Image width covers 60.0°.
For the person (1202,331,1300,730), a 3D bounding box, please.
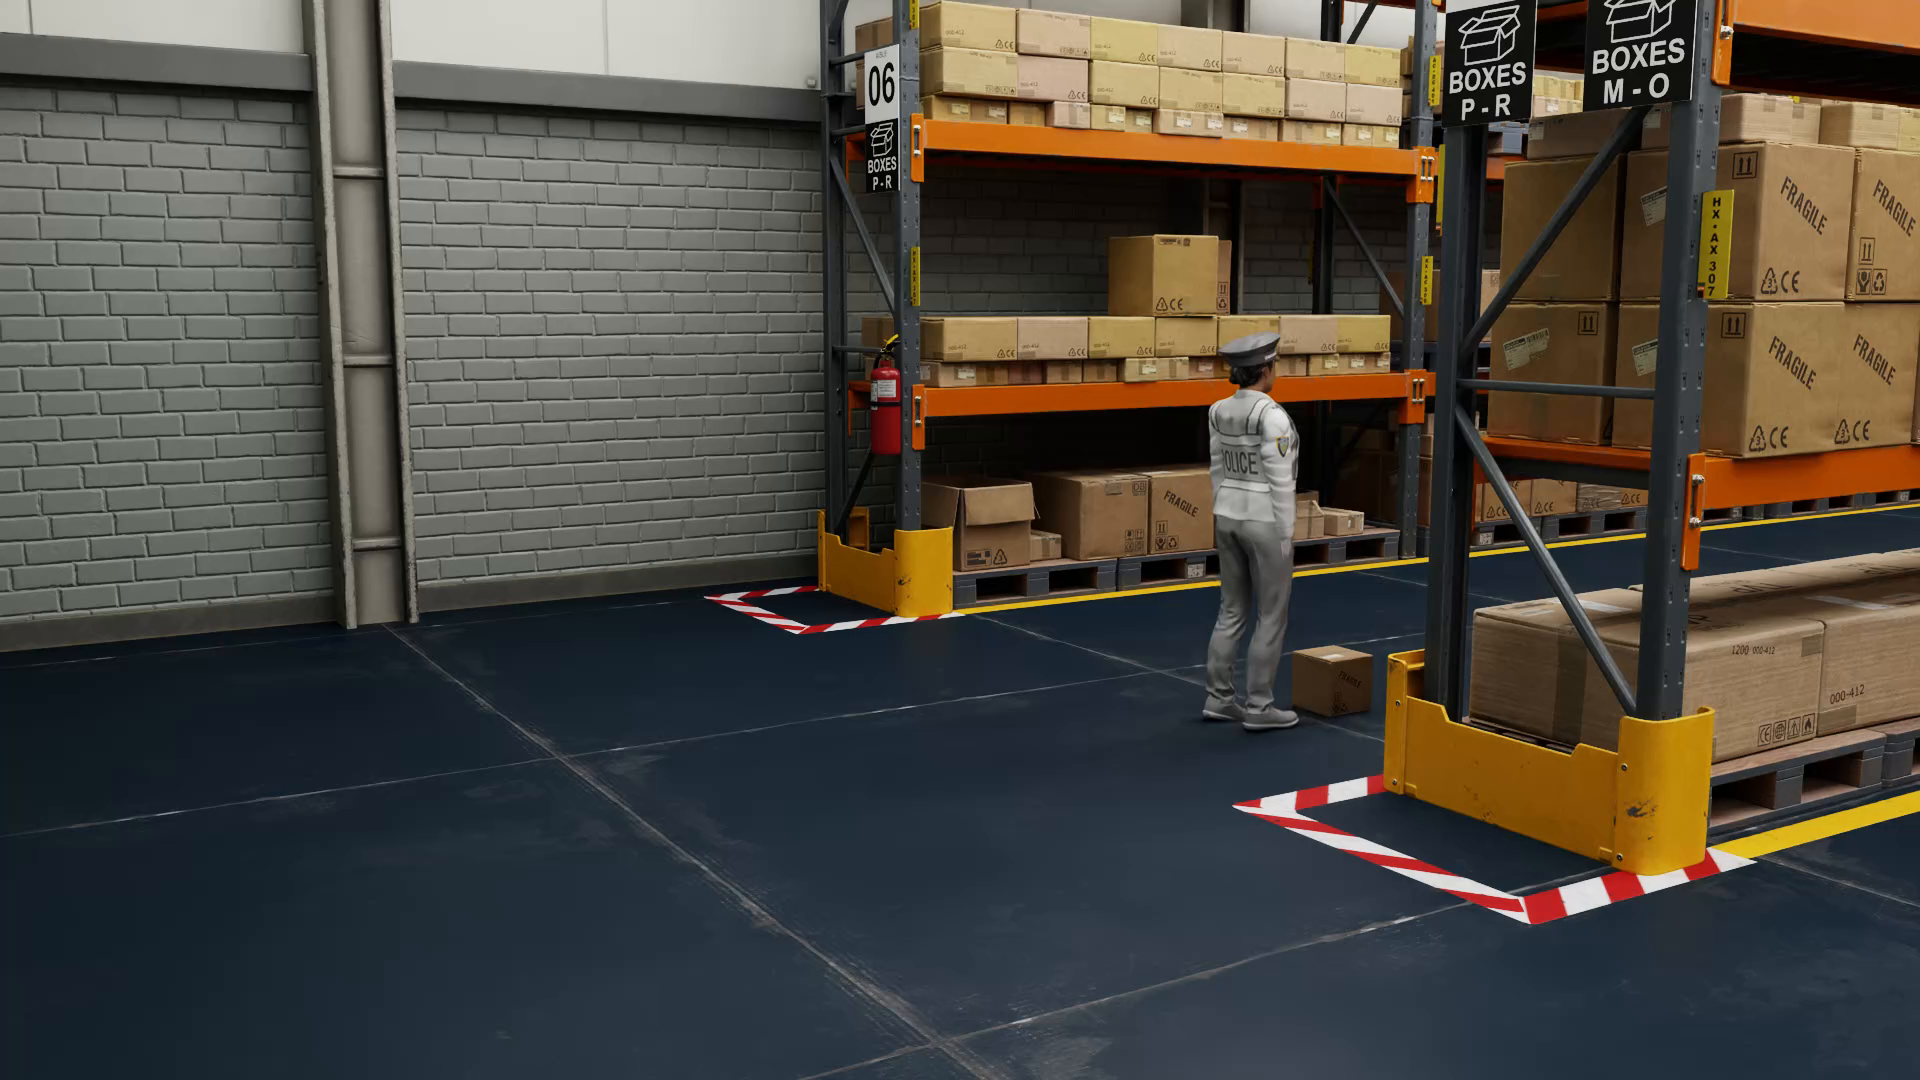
[{"bbox_3d":[1.250,-0.033,7.080,0.343,1.703,0.465,-5,9,-30],"label":"person"}]
